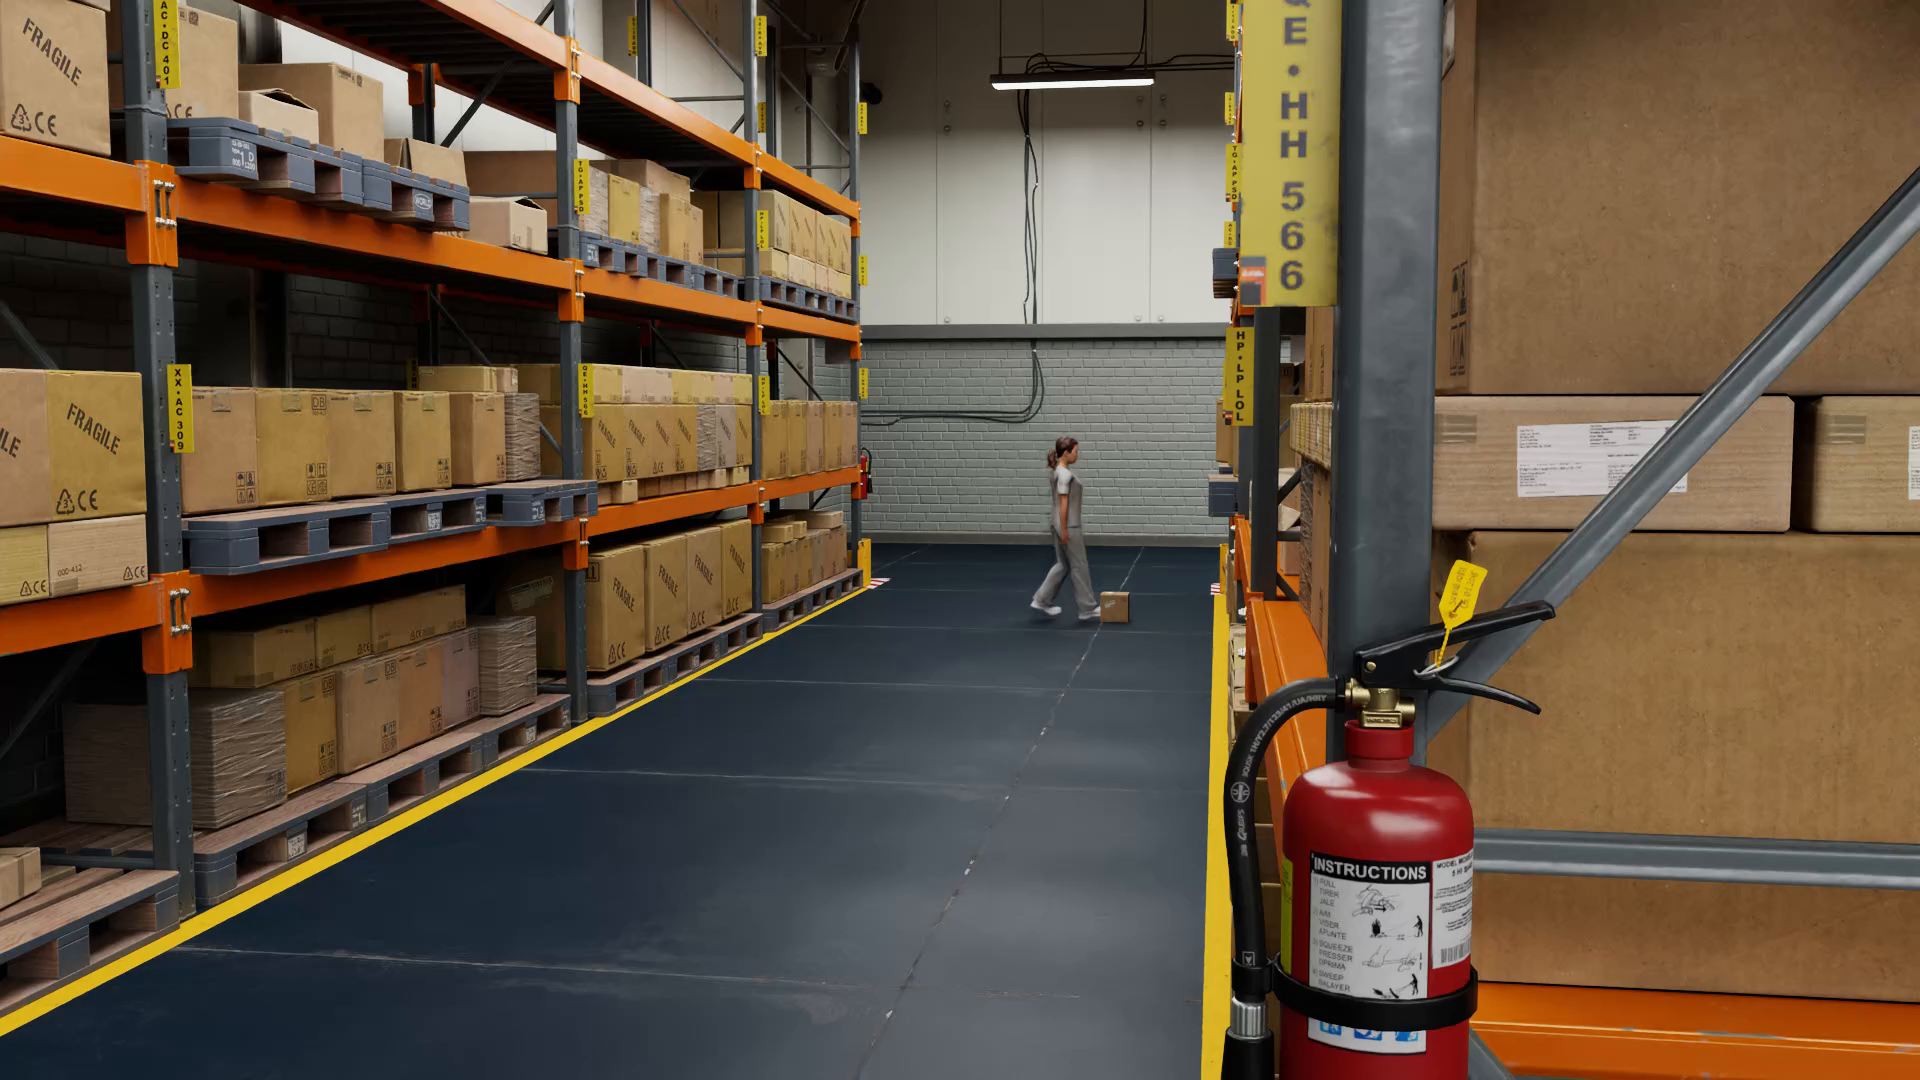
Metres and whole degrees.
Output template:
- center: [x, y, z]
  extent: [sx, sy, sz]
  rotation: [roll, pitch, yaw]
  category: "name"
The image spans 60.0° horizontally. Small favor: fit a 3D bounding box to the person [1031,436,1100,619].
- center: [1.017, -0.114, 15.110]
  extent: [0.718, 1.665, 0.467]
  rotation: [-1, 5, -10]
  category: "person"
